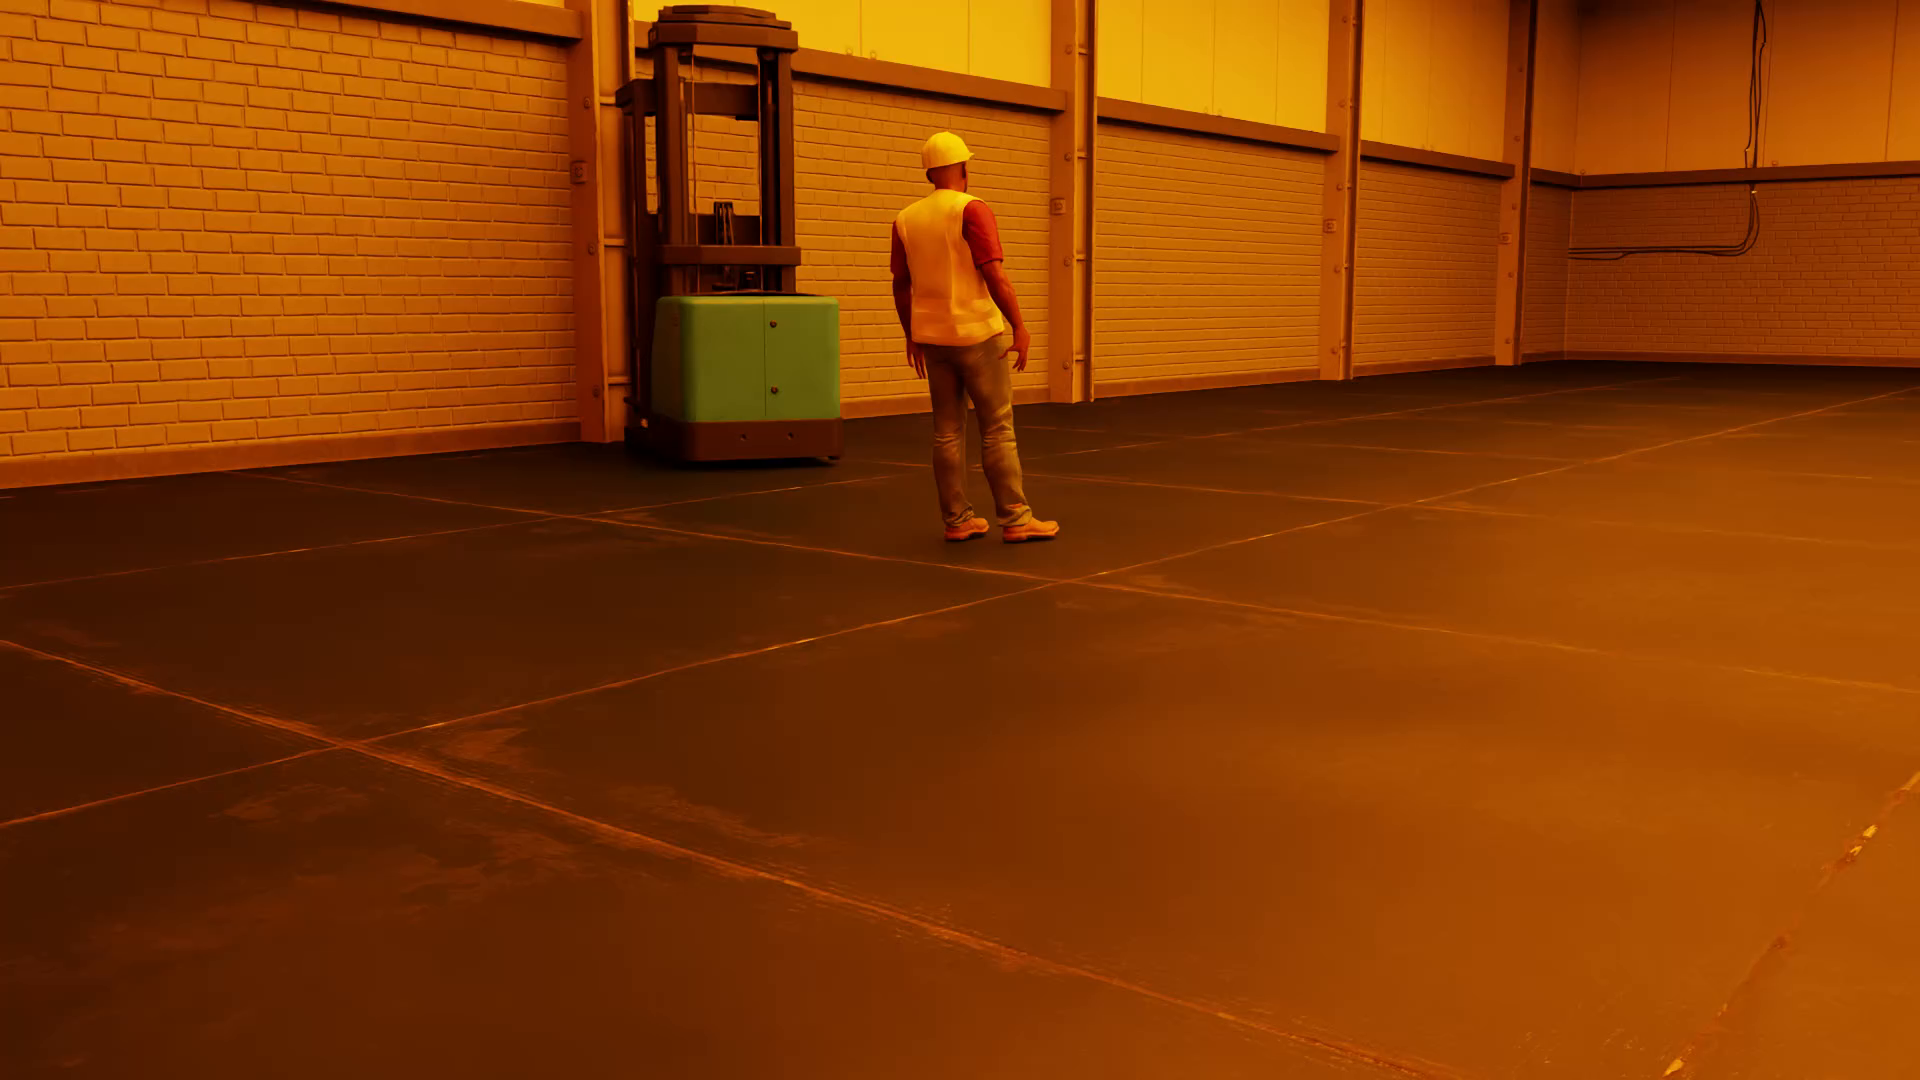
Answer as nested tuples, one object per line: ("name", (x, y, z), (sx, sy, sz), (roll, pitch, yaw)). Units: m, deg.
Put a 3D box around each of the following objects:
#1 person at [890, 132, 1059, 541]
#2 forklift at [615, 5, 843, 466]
("person", (0.049, -0.889, 7.326), (0.665, 1.768, 0.575), (7, 11, 38))
("forklift", (-1.752, -2.090, 11.562), (1.130, 2.935, 3.031), (-3, 9, -21))
